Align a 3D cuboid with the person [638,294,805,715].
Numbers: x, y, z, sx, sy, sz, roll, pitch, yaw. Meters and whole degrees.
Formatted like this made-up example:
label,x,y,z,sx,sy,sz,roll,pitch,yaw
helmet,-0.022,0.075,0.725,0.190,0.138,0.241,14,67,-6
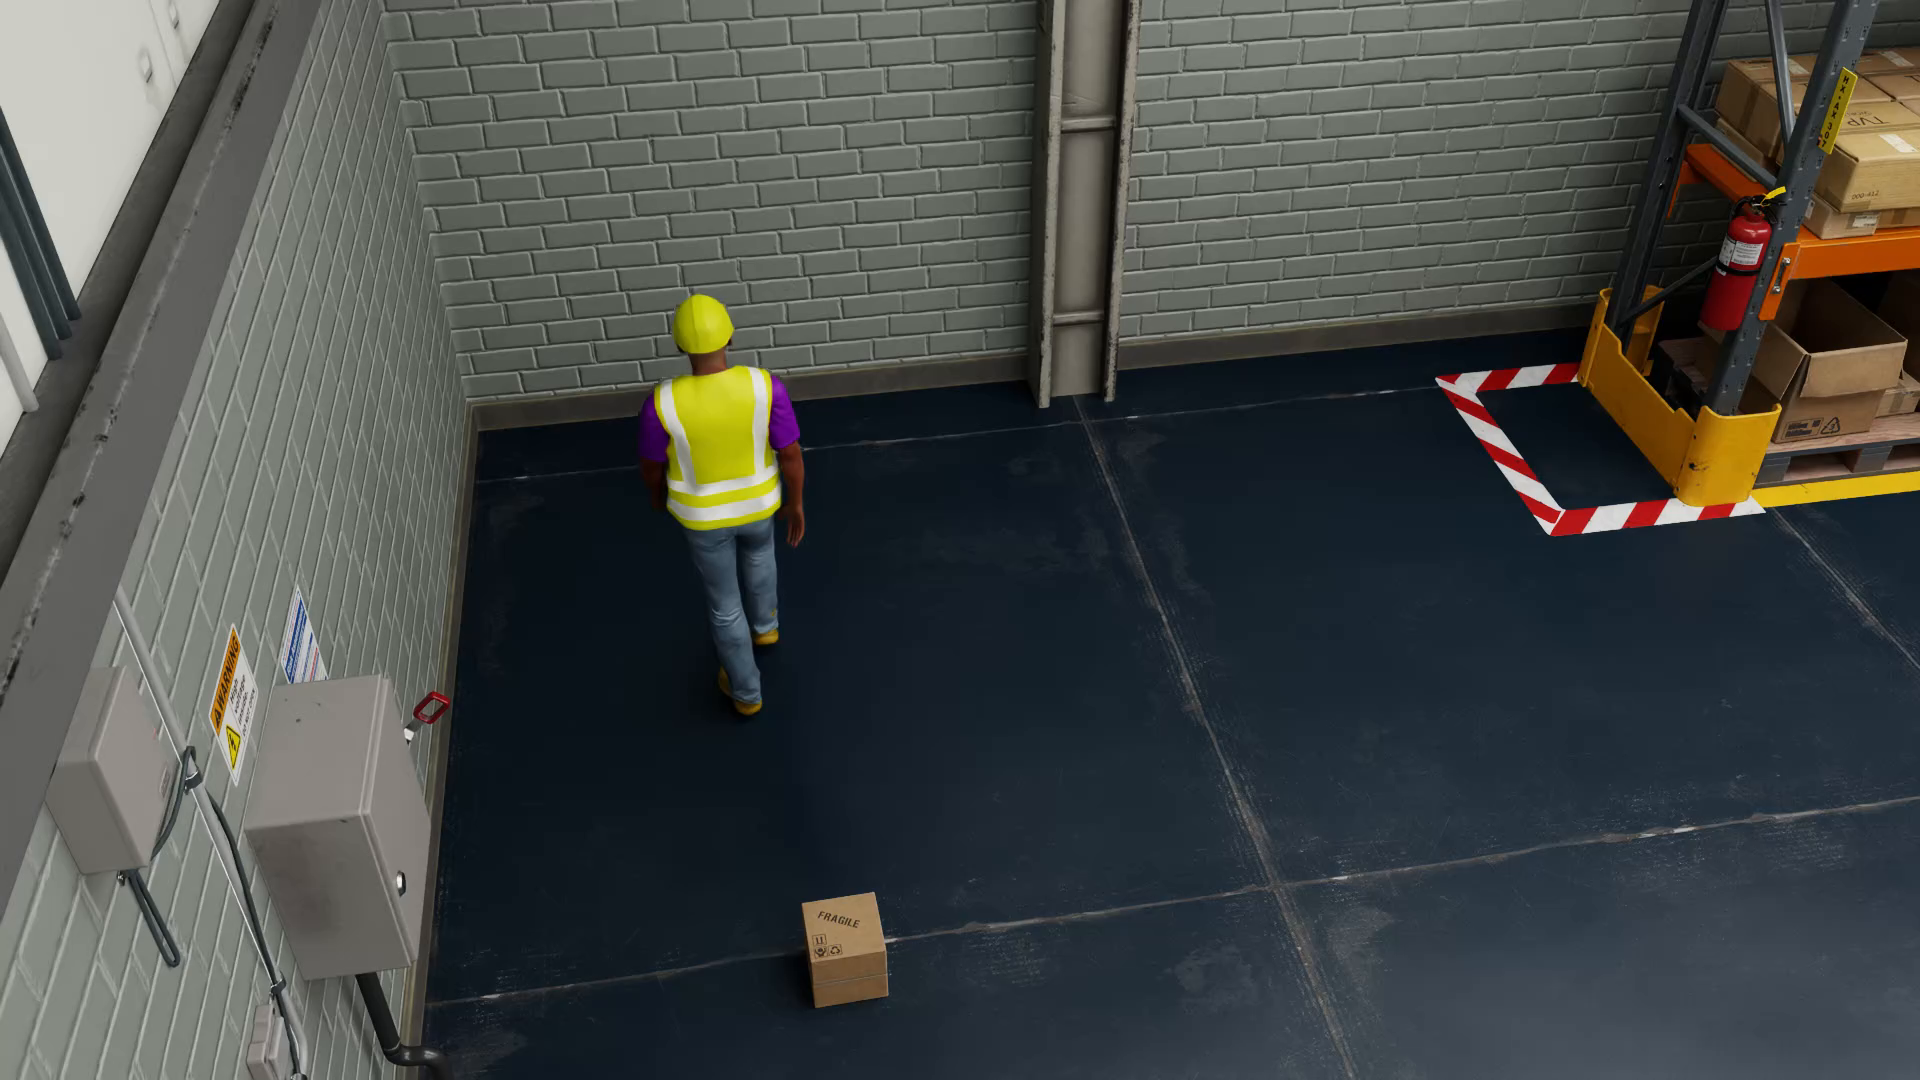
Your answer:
label,x,y,z,sx,sy,sz,roll,pitch,yaw
person,-0.897,-0.131,6.319,0.582,1.825,0.628,-12,40,-15
